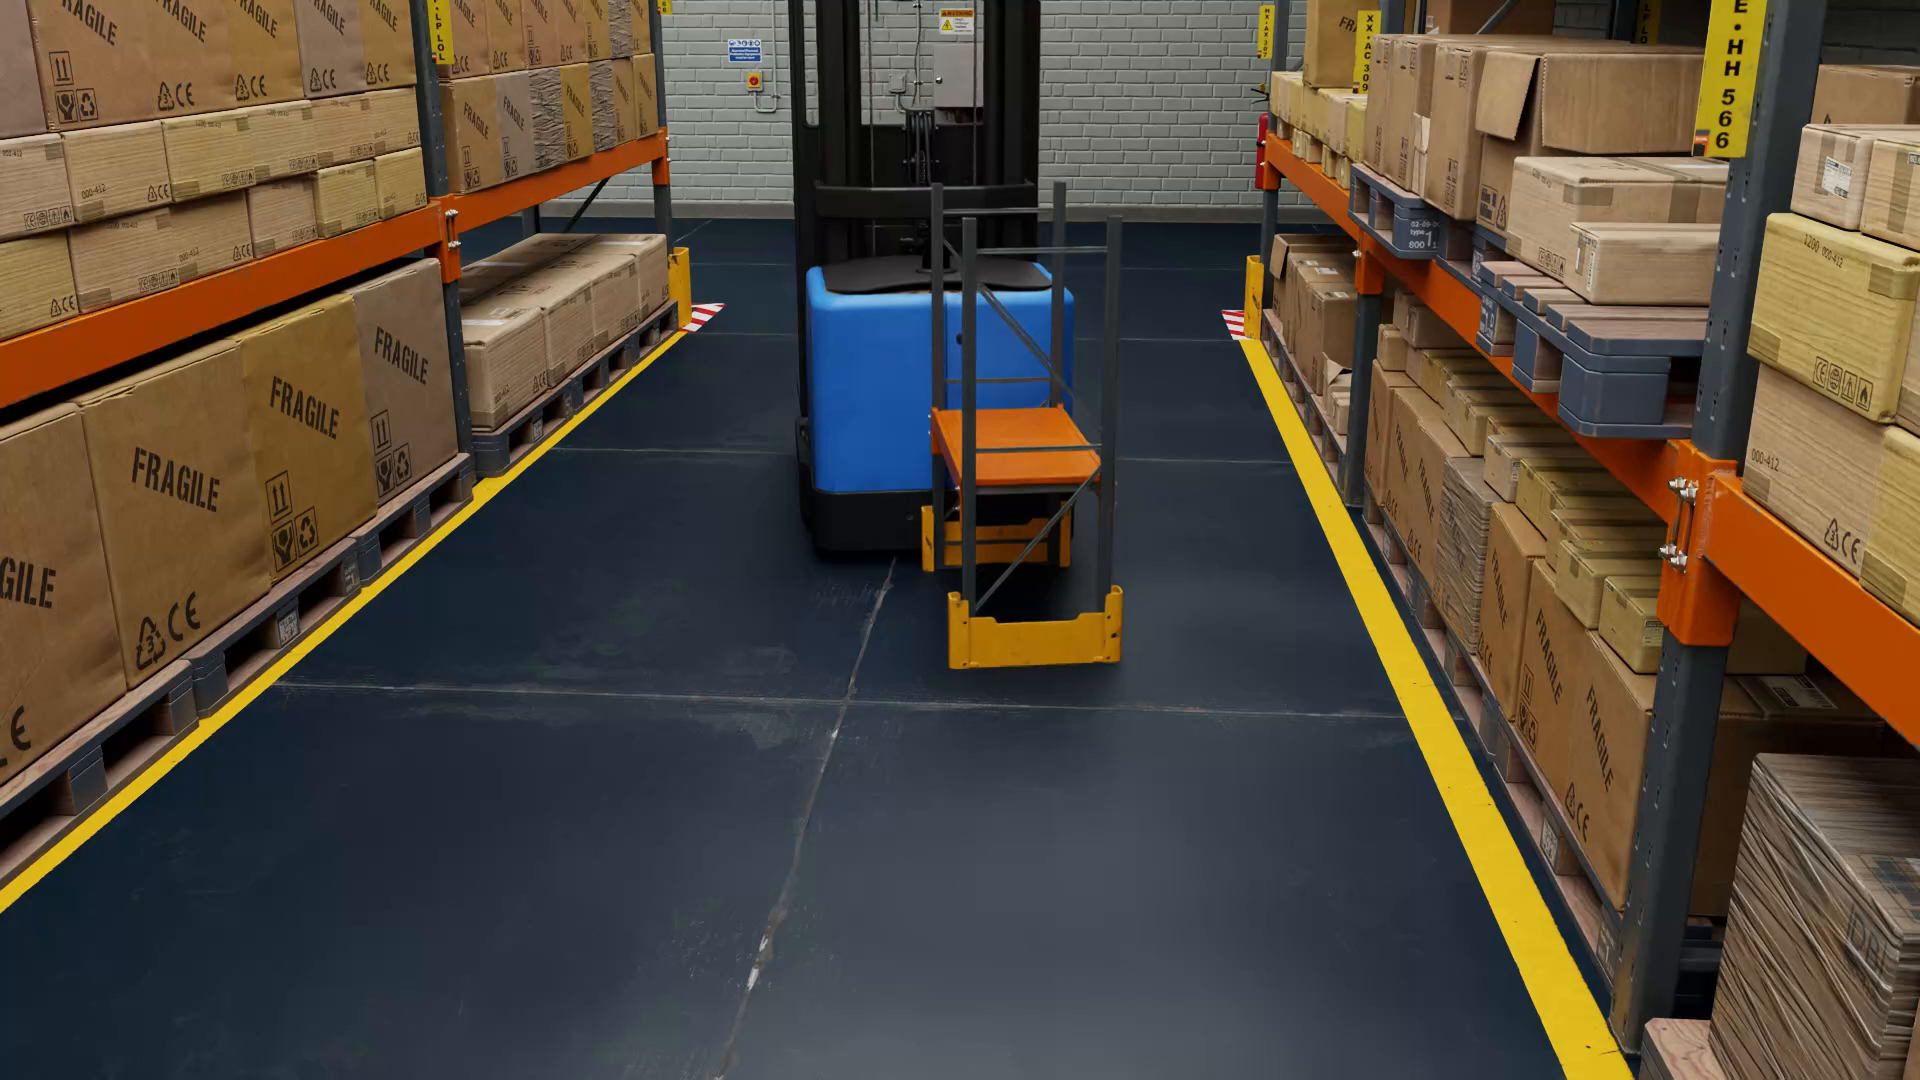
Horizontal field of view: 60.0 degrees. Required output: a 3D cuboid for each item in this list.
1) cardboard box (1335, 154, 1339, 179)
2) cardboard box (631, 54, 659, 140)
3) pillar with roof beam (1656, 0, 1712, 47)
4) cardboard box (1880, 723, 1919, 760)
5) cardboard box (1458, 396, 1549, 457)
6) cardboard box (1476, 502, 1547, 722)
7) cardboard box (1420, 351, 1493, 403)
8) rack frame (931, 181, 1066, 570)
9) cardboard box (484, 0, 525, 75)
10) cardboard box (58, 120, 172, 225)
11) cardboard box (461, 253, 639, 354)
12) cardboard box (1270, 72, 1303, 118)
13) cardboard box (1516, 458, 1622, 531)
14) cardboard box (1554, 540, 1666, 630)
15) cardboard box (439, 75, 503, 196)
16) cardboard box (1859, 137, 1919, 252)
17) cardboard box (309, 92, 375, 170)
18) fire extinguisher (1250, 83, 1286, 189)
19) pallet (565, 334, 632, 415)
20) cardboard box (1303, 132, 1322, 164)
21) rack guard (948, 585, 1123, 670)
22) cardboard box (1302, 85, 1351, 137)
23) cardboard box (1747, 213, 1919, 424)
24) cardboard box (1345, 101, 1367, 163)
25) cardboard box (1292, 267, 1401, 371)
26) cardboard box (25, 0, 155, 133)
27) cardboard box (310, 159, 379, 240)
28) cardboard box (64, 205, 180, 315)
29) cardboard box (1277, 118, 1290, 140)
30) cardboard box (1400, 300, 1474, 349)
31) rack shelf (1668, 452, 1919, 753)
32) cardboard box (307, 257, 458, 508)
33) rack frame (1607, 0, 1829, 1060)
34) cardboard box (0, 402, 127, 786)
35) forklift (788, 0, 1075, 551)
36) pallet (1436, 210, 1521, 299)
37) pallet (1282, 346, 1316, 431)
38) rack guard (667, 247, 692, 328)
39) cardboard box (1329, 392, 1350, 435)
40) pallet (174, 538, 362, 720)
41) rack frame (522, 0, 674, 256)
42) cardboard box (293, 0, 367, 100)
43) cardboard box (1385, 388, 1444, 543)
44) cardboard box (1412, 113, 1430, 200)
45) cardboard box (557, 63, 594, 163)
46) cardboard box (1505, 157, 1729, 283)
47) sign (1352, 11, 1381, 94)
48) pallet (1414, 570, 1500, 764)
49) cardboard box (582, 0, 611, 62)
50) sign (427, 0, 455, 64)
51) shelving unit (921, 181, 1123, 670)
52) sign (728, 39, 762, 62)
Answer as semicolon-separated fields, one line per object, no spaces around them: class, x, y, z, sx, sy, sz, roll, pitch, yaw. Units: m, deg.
cardboard box;2.015;-1.798;7.997;0.380;0.149;0.250;2;18;5
cardboard box;-2.229;-2.813;10.531;0.500;0.500;0.500;1;18;4
pillar with roof beam;-1.139;-4.712;6.853;9.100;9.000;0.400;1;18;4
cardboard box;2.229;0.537;3.808;0.500;0.500;0.500;2;18;6
cardboard box;1.884;-0.377;5.554;0.380;0.149;0.250;2;18;6
cardboard box;1.817;0.207;4.813;0.500;0.500;0.500;2;18;6
cardboard box;1.966;-0.616;6.284;0.380;0.149;0.250;0;18;1
rack frame;0.142;-0.607;6.367;0.500;1.500;0.032;-2;18;-6
cardboard box;-2.427;-2.501;7.972;0.500;0.500;0.500;1;18;3
cardboard box;-2.663;-1.070;4.809;0.500;0.250;0.500;1;18;4
cardboard box;-2.463;-1.412;9.855;0.875;0.438;0.875;2;18;5
cardboard box;2.192;-2.747;10.252;0.500;0.250;0.500;1;18;4
cardboard box;1.836;-0.131;4.803;0.380;0.149;0.250;1;18;3
cardboard box;1.691;0.108;4.073;0.380;0.149;0.250;0;18;1
cardboard box;-2.450;-1.866;7.641;0.500;0.500;0.500;2;18;6
cardboard box;1.585;-0.508;2.452;0.380;0.149;0.250;2;18;5
cardboard box;-2.562;-1.548;6.267;0.500;0.250;0.500;2;18;5
fire extinguisher;2.043;-2.654;10.928;0.296;0.674;0.183;1;18;4
pallet;-2.527;-0.968;9.539;1.003;0.211;1.213;1;18;4
cardboard box;2.056;-2.115;8.964;0.380;0.149;0.250;2;18;5
rack guard;0.254;0.296;5.620;0.587;0.250;0.087;-2;18;-6
cardboard box;2.108;-2.274;8.807;0.500;0.250;0.500;1;18;2
cardboard box;1.619;-0.362;2.647;0.500;0.250;0.500;1;18;4
cardboard box;2.000;-1.803;7.372;0.500;0.250;0.500;2;18;5
cardboard box;2.117;-1.209;9.135;0.500;0.500;0.500;2;18;5
cardboard box;-2.674;-1.422;4.678;0.500;0.500;0.500;2;18;5
cardboard box;-2.563;-1.305;6.328;0.500;0.250;0.500;1;18;3
cardboard box;-2.683;-0.835;4.893;0.500;0.250;0.500;2;18;6
cardboard box;2.196;-2.596;10.433;0.380;0.149;0.250;1;18;3
cardboard box;1.945;-0.843;6.500;0.380;0.149;0.250;0;18;1
rack shelf;1.776;0.636;1.320;1.077;0.370;4.000;1;18;4
cardboard box;-2.709;-0.675;6.902;0.875;0.875;0.875;2;18;6
rack frame;1.920;-0.327;3.104;1.000;3.000;0.127;1;18;4
cardboard box;-2.899;0.161;4.353;0.875;0.875;0.875;1;18;3
forklift;-0.225;-1.763;7.595;1.130;2.935;3.031;-2;18;-6
pallet;2.055;-0.840;4.978;1.003;0.211;1.213;1;18;4
pallet;2.341;-0.837;9.140;1.003;0.211;1.213;1;18;4
rack guard;-2.456;-1.741;11.433;1.175;0.500;0.348;1;18;4
cardboard box;1.953;-0.594;7.822;0.380;0.149;0.250;1;18;2
pallet;-2.810;0.267;5.768;1.003;0.211;1.213;1;18;4
rack frame;-2.458;-2.921;11.021;1.000;3.000;0.127;1;18;4
cardboard box;-2.556;-1.896;6.127;0.500;0.500;0.500;2;18;5
cardboard box;1.919;-0.270;6.271;0.500;0.500;0.500;1;18;3
cardboard box;1.724;-1.282;5.560;0.396;0.266;0.258;2;18;7
cardboard box;-2.331;-2.337;9.077;0.500;0.500;0.500;2;18;6
cardboard box;1.672;-0.790;4.084;0.500;0.250;0.500;0;18;1
sign;1.665;-1.991;6.790;0.100;0.325;0.005;1;18;4
pallet;2.101;0.389;5.397;1.003;0.211;1.213;1;18;4
cardboard box;-2.302;-2.972;9.411;0.500;0.500;0.500;1;18;4
sign;-2.203;-2.183;7.034;0.100;0.325;0.005;1;18;4
shelving unit;0.198;-0.452;5.895;0.587;1.500;1.083;-2;18;-6
sign;-2.121;-4.822;16.387;0.327;0.218;0.001;1;18;4
